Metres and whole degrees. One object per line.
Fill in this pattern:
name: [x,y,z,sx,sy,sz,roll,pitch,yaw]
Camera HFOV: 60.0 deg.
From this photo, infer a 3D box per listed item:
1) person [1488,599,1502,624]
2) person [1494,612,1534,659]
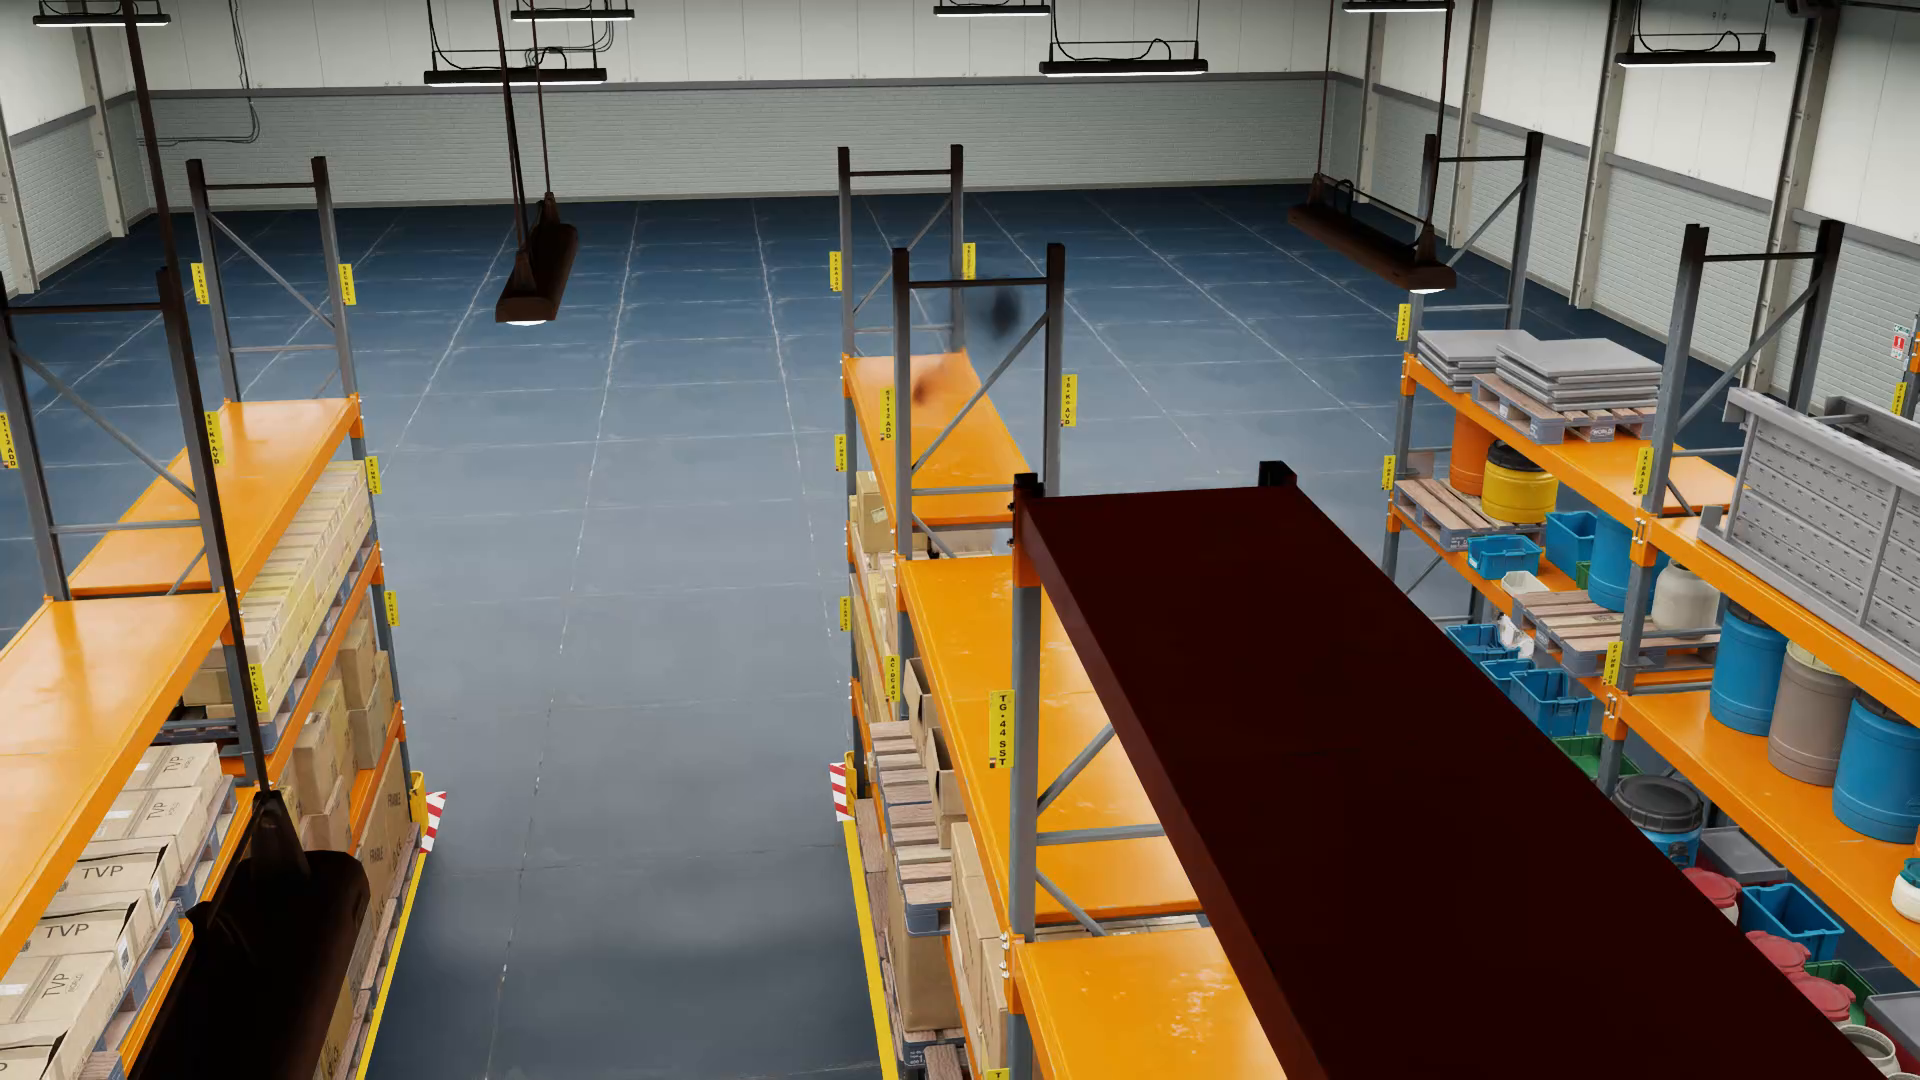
person: [6.230,0.317,18.587,0.787,1.779,0.539,8,23,18]
person: [5.513,1.156,16.490,0.684,1.656,0.732,-17,27,-36]
